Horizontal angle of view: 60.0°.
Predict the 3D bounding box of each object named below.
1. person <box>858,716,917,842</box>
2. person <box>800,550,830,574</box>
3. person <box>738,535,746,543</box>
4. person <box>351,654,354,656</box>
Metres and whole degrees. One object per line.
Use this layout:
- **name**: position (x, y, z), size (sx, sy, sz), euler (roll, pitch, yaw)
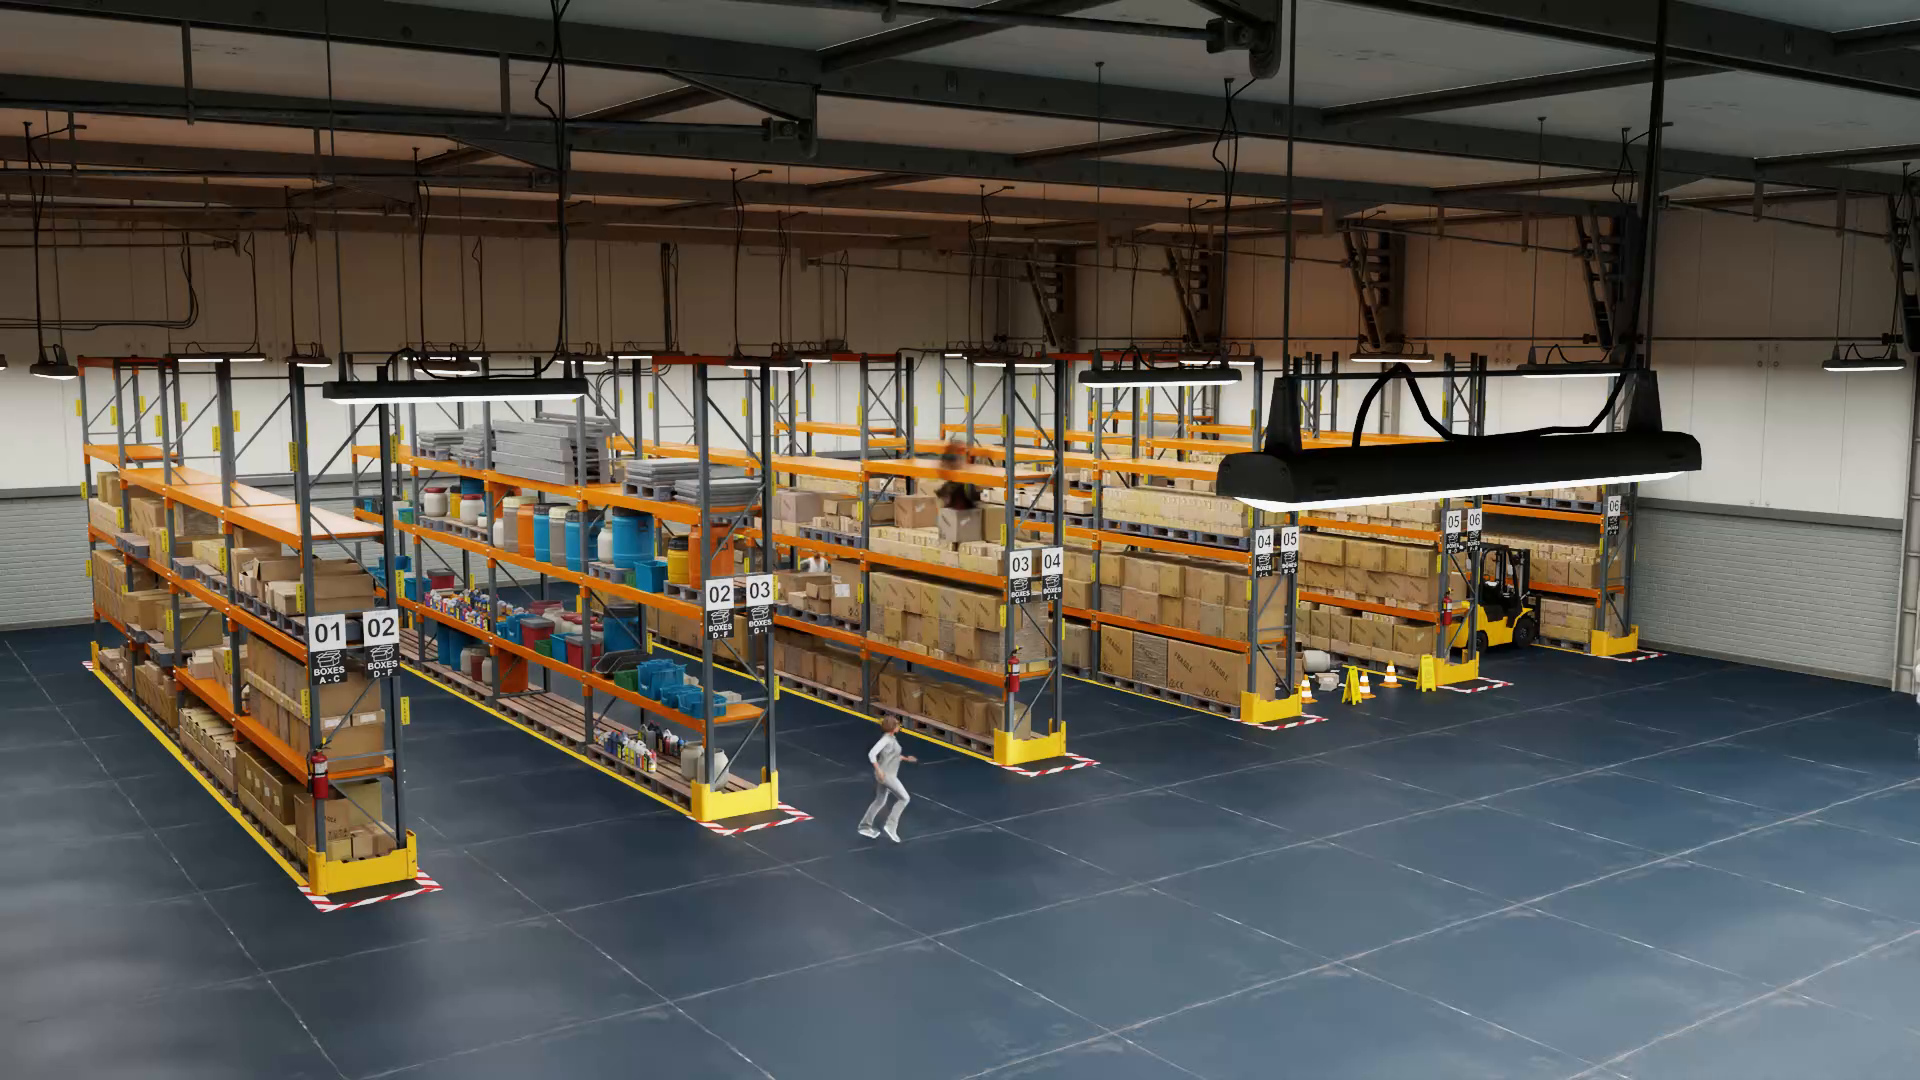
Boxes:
- **person**: position (-0.911, 3.007, 20.946), size (0.753, 1.610, 0.494), euler (0, 7, -4)
- **person**: position (-3.138, 1.026, 36.614), size (0.616, 1.832, 0.746), euler (-5, 8, -33)
- **person**: position (-5.160, 0.712, 39.169), size (0.764, 1.728, 0.961), euler (-2, 7, -18)
- **person**: position (-10.803, 1.961, 28.895), size (1.005, 1.782, 0.710), euler (6, 9, 42)
